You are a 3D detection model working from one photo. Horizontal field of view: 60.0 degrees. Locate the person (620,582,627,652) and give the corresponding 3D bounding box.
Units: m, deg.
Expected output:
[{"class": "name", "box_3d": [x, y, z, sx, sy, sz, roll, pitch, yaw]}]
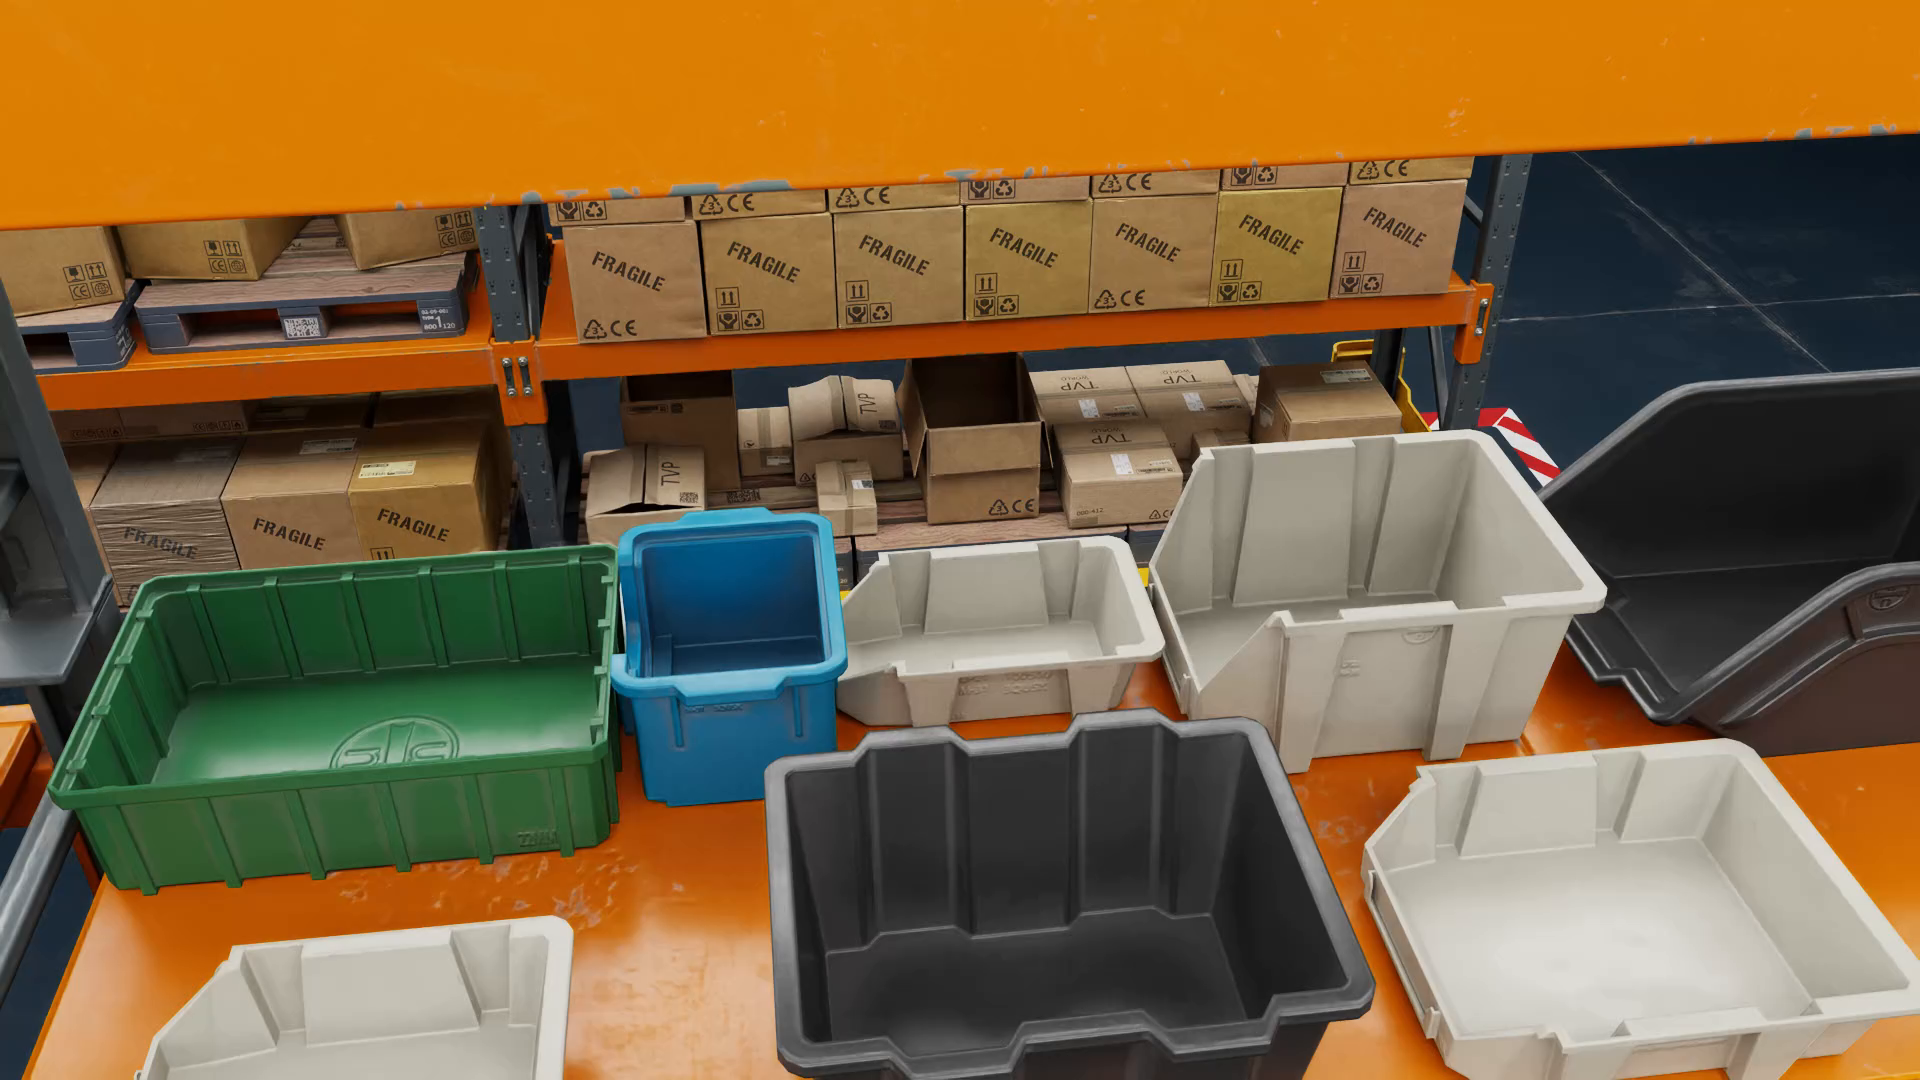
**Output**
[{"class": "person", "box_3d": [-1.364, 0.480, 6.133, 0.903, 0.991, 0.576, -4, 35, -6]}]
